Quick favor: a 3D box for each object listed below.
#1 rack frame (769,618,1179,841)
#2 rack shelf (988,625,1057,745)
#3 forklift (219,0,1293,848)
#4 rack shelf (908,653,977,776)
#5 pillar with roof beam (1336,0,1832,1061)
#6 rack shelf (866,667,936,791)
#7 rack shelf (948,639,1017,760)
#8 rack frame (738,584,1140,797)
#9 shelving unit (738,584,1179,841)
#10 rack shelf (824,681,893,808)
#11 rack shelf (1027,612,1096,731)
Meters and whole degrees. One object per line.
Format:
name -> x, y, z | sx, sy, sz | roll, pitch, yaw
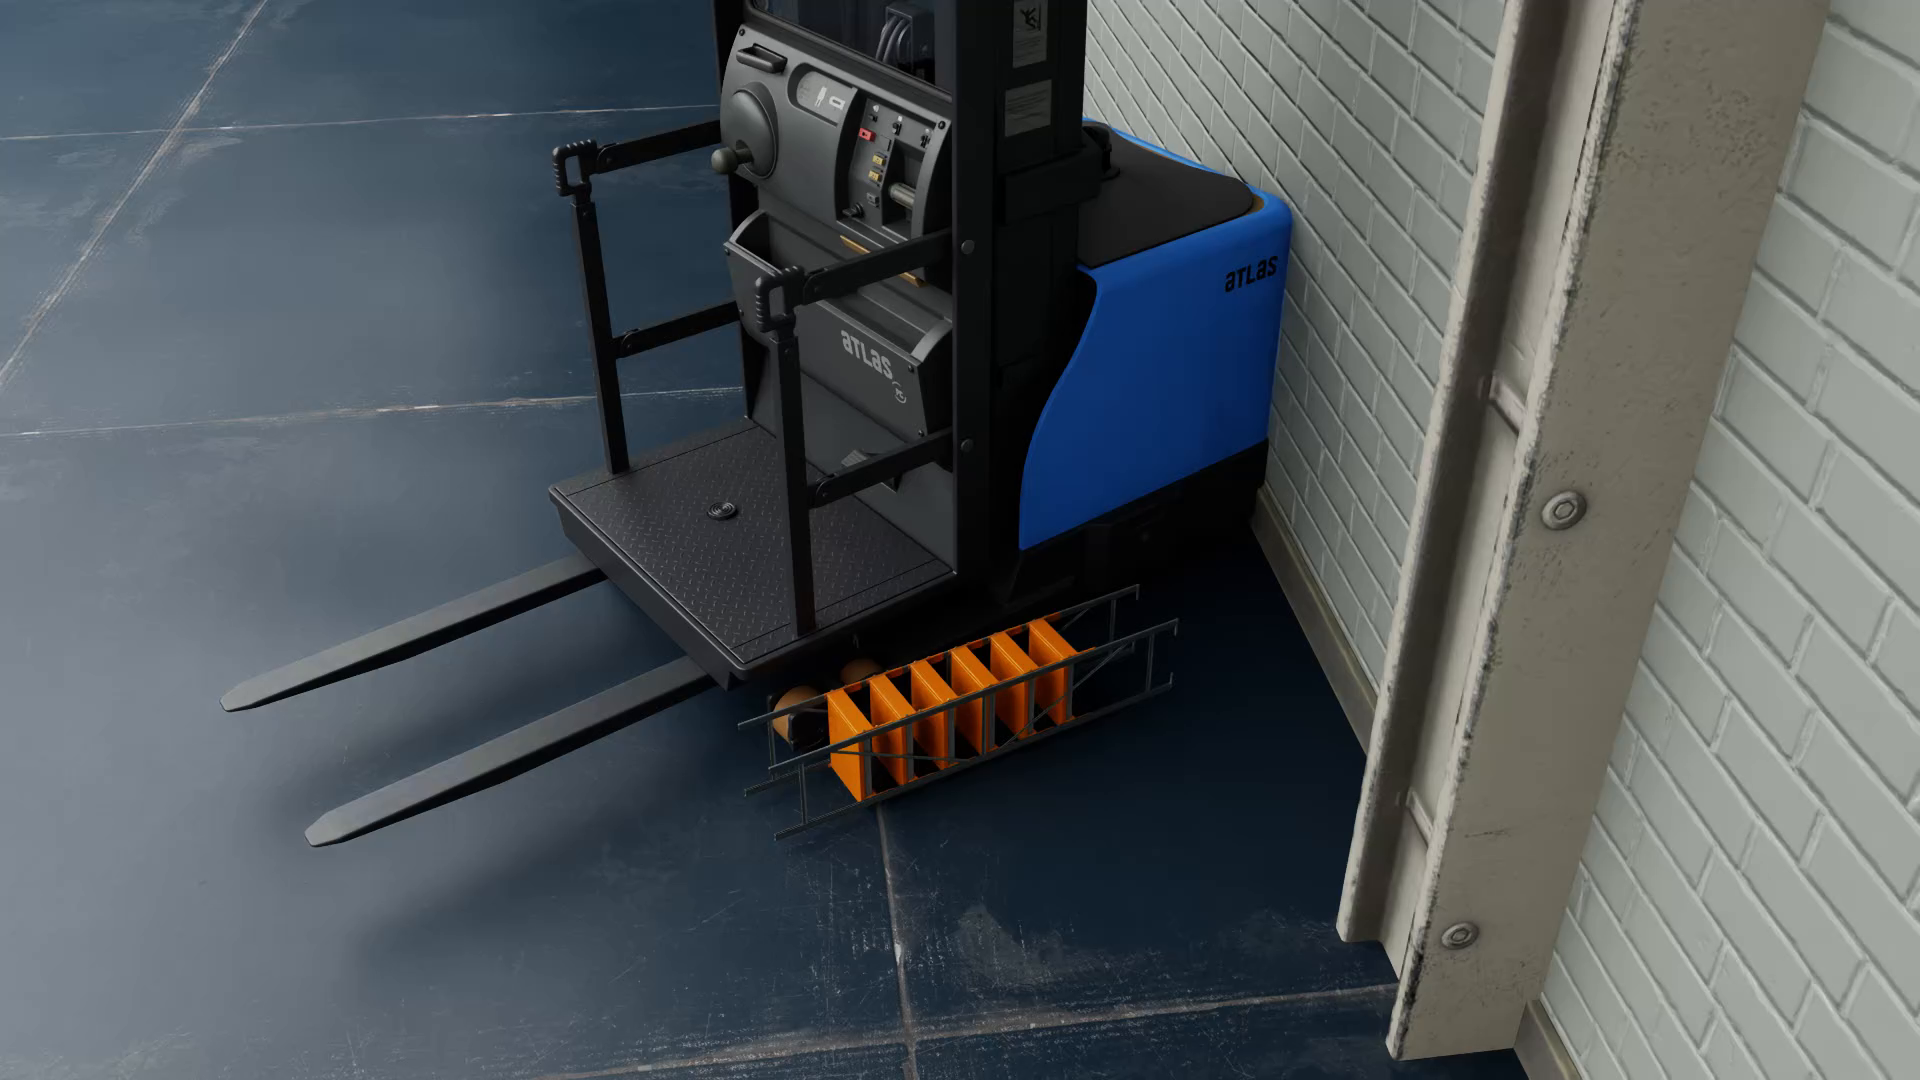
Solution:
rack frame -> 0.065, 0.477, 4.288 | 1.200, 0.240, 0.006 | -18, 38, -24
rack shelf -> 0.163, 0.387, 4.421 | 0.103, 0.258, 0.180 | -18, 38, -24
forklift -> -0.498, -0.994, 4.105 | 3.031, 2.935, 1.130 | -24, 41, -30
rack shelf -> -0.046, 0.454, 4.323 | 0.103, 0.258, 0.180 | -18, 38, -24
pillar with roof beam -> -3.202, -2.388, 0.763 | 9.100, 9.000, 0.400 | -4, 35, -6
rack shelf -> -0.150, 0.487, 4.274 | 0.103, 0.258, 0.180 | -18, 38, -24
rack shelf -> 0.058, 0.420, 4.372 | 0.103, 0.258, 0.180 | -18, 38, -24
rack frame -> -0.026, 0.388, 4.420 | 1.200, 0.240, 0.006 | -18, 38, -24
shelving unit -> 0.020, 0.432, 4.354 | 1.200, 0.258, 0.189 | -18, 38, -24
rack shelf -> -0.255, 0.520, 4.225 | 0.103, 0.258, 0.180 | -18, 38, -24
rack shelf -> 0.267, 0.353, 4.470 | 0.103, 0.258, 0.180 | -18, 38, -24
